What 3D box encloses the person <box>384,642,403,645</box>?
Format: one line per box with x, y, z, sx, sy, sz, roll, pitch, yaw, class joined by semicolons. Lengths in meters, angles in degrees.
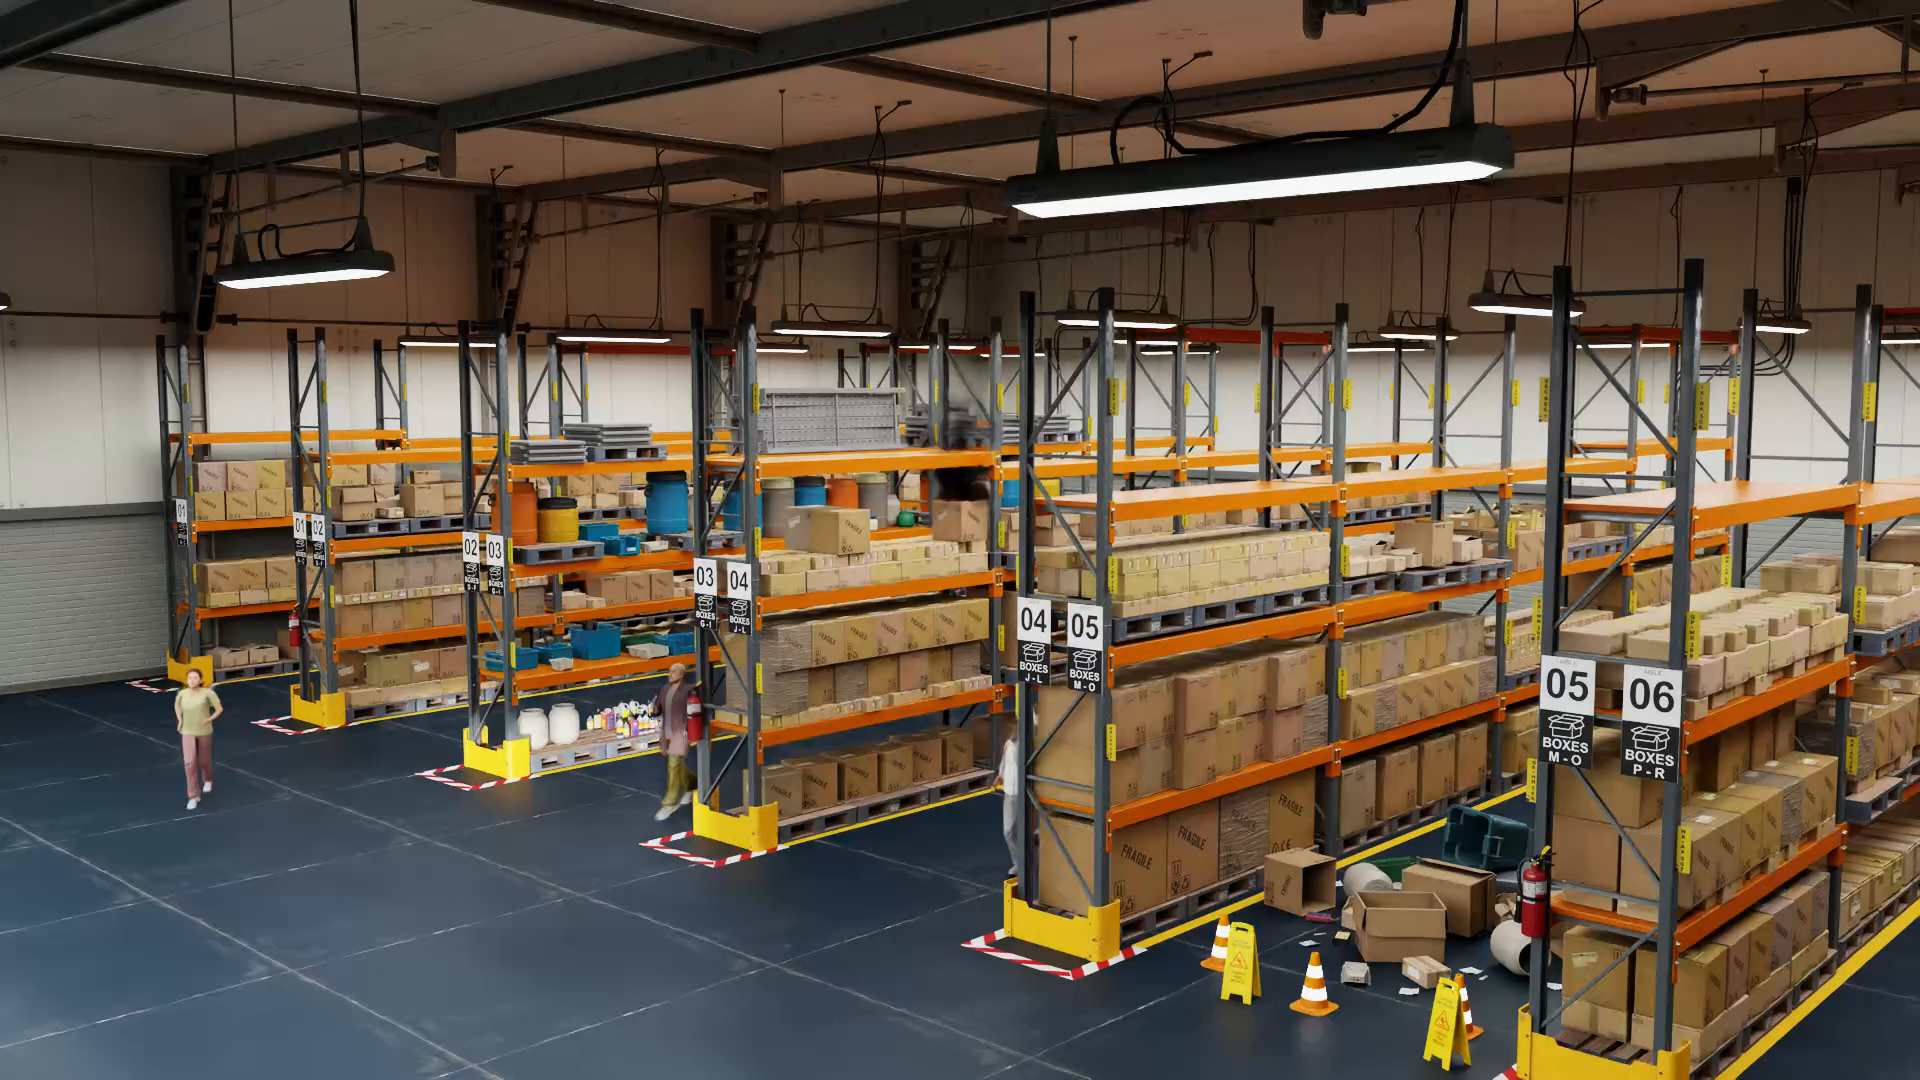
-9.564;1.636;28.217;0.662;1.716;0.953;4;7;39;person

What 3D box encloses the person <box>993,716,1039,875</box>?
0.669;2.658;17.561;0.657;1.722;0.609;4;6;34;person

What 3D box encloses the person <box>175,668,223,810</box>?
-9.418;2.406;20.554;0.561;1.682;0.905;-1;6;-14;person

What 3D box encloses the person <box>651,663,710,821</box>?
-3.420;2.385;20.055;0.707;1.819;0.920;4;7;38;person
